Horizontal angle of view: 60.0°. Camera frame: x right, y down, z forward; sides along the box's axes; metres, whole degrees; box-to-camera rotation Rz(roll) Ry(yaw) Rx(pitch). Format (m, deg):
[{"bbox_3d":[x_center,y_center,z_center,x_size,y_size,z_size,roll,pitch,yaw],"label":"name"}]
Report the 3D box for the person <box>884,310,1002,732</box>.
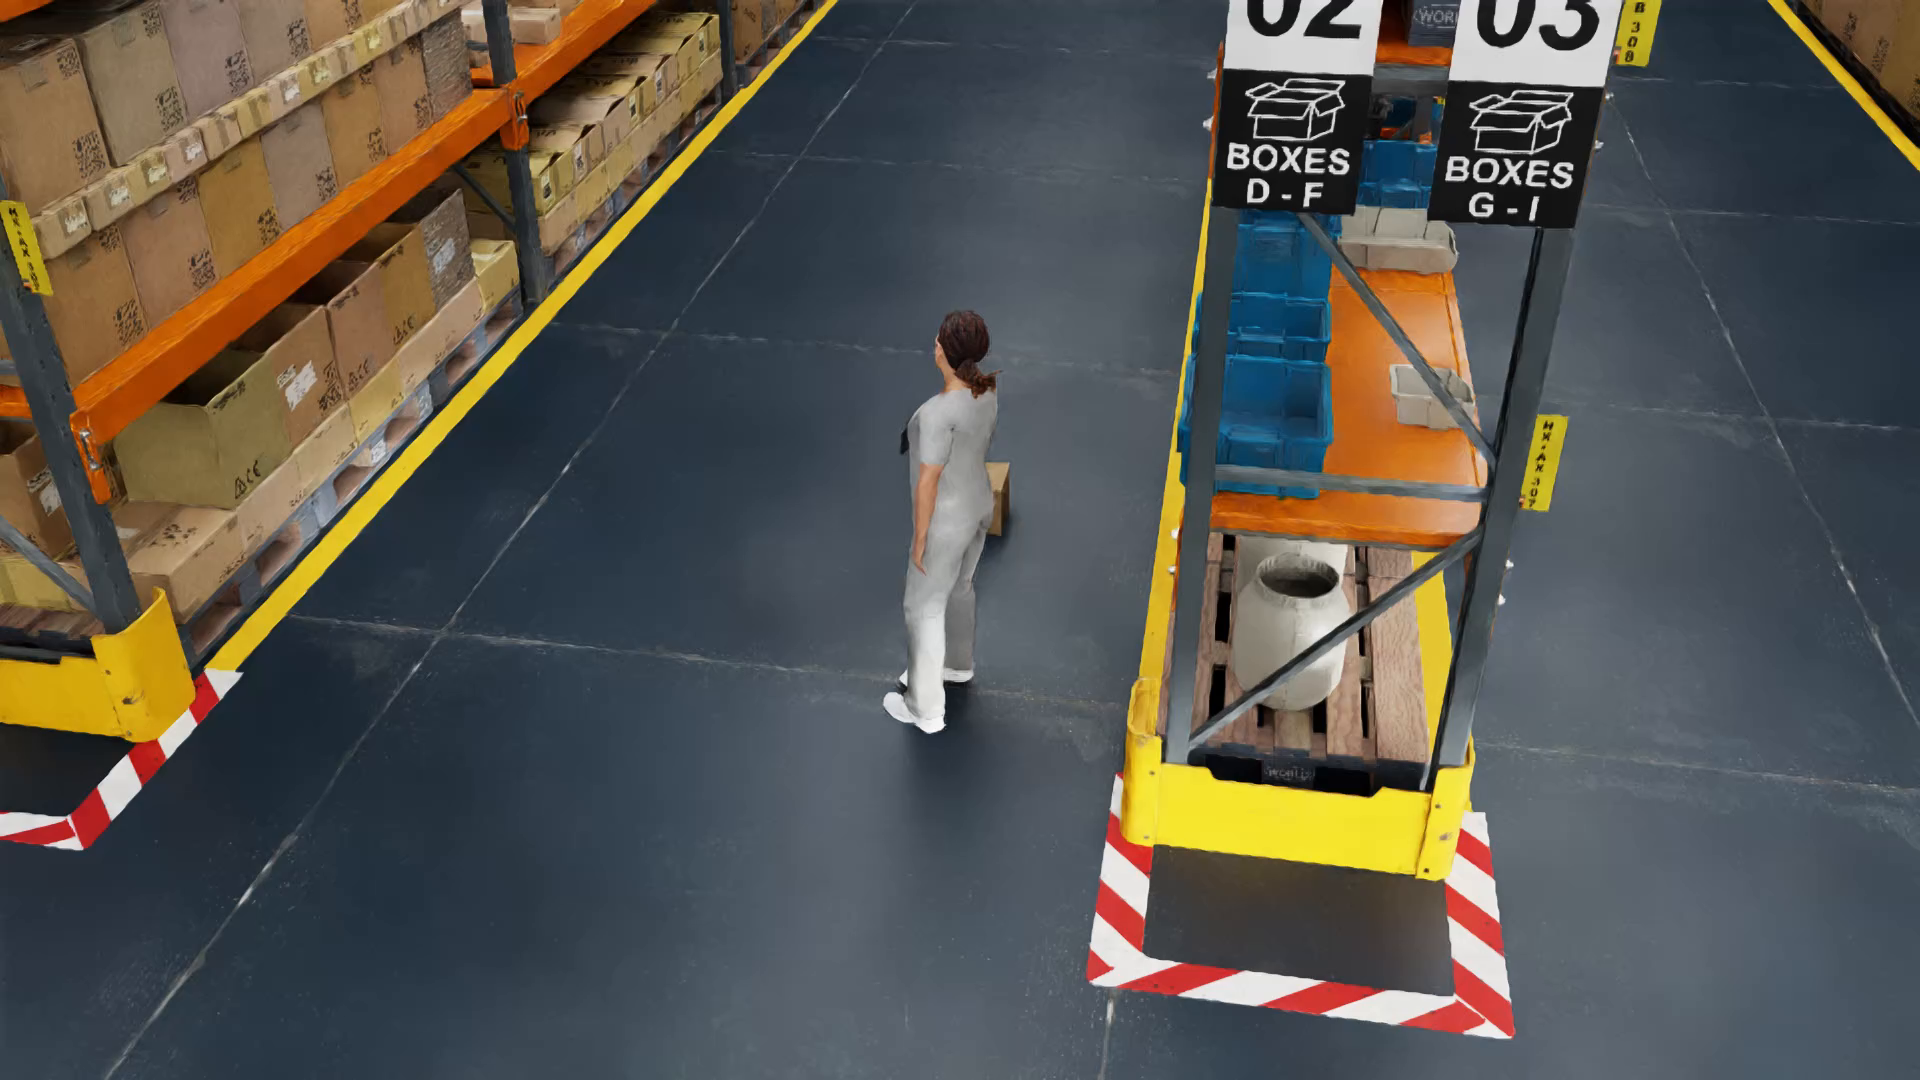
[{"bbox_3d":[-0.061,-0.068,6.257,0.397,1.674,0.537,17,36,24],"label":"person"}]
